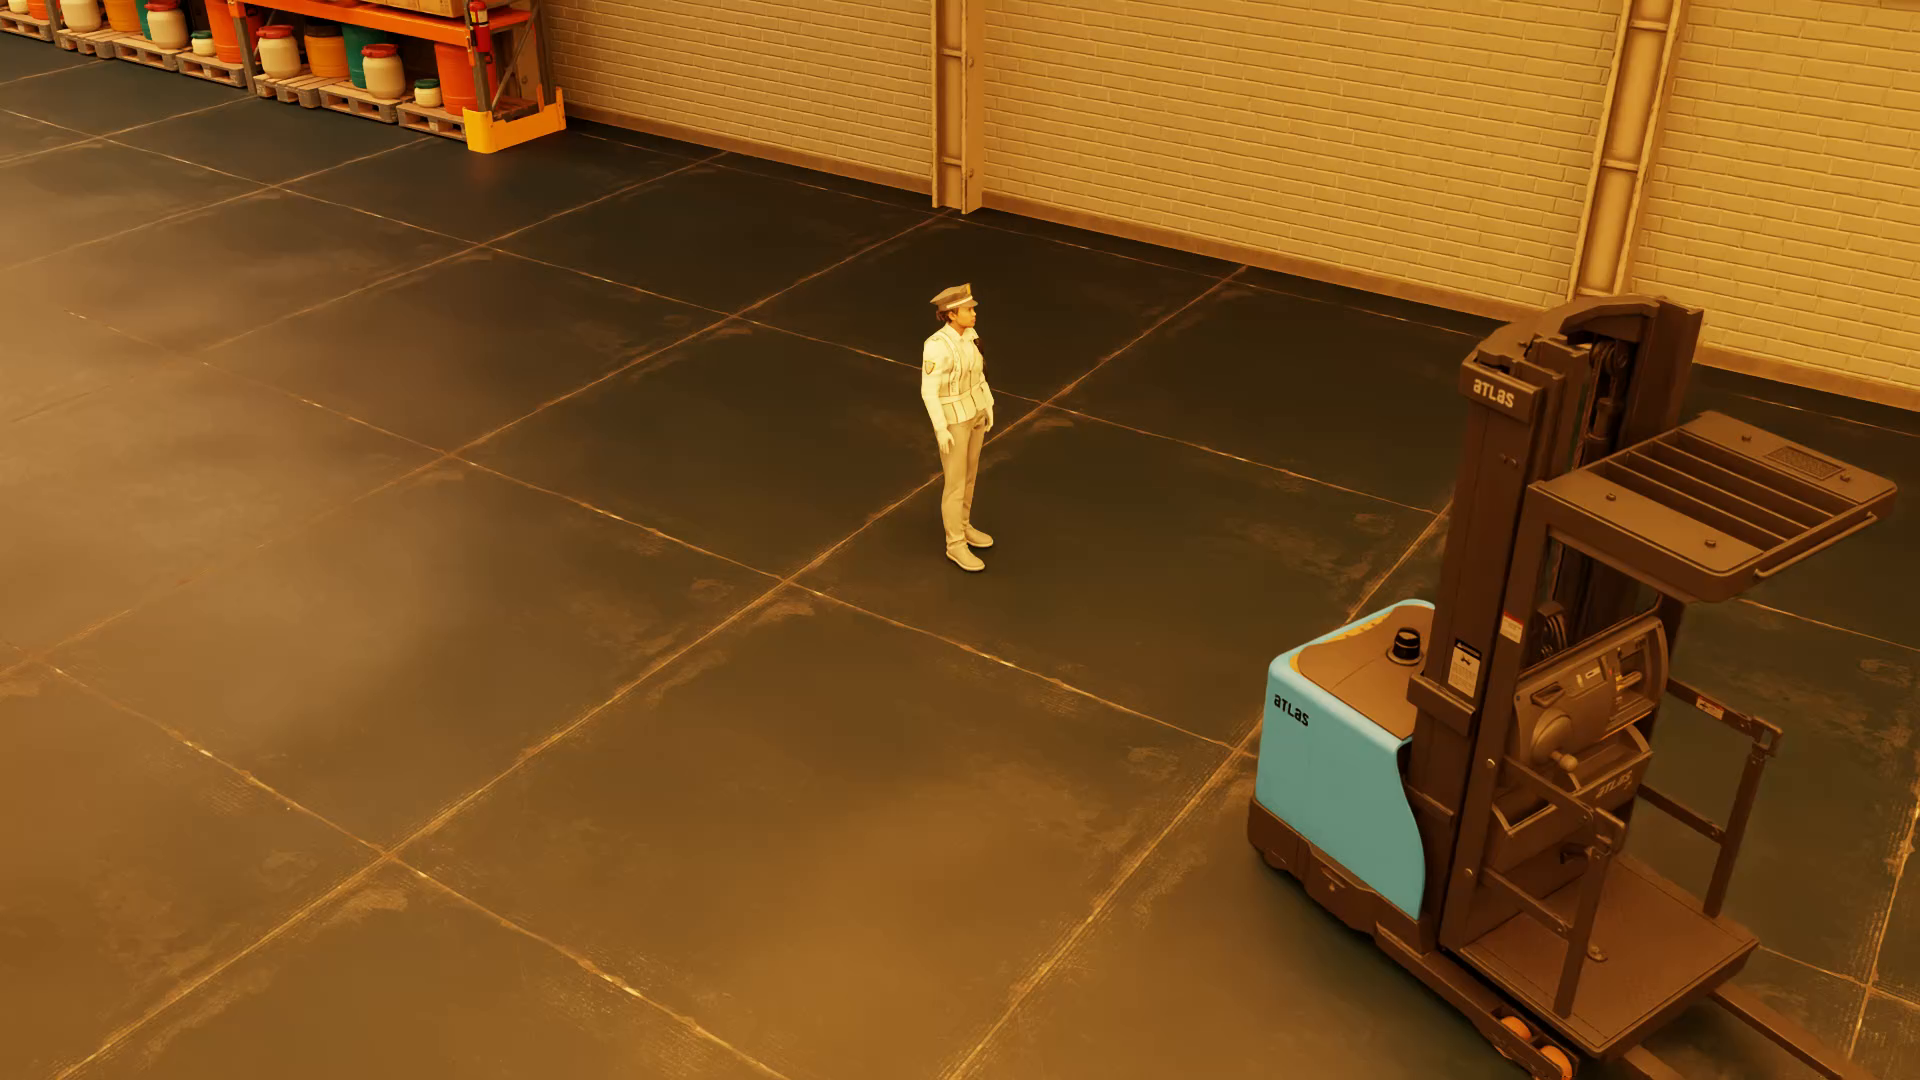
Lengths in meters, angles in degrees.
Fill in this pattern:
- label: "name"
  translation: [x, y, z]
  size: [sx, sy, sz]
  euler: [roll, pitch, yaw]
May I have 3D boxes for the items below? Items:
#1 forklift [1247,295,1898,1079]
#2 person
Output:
- label: "forklift"
  translation: [2.624, 0.663, 6.439]
  size: [1.130, 2.935, 3.031]
  euler: [-19, 35, -30]
- label: "person"
  translation: [0.053, -0.717, 10.032]
  size: [0.530, 1.694, 0.586]
  euler: [19, 35, 29]
